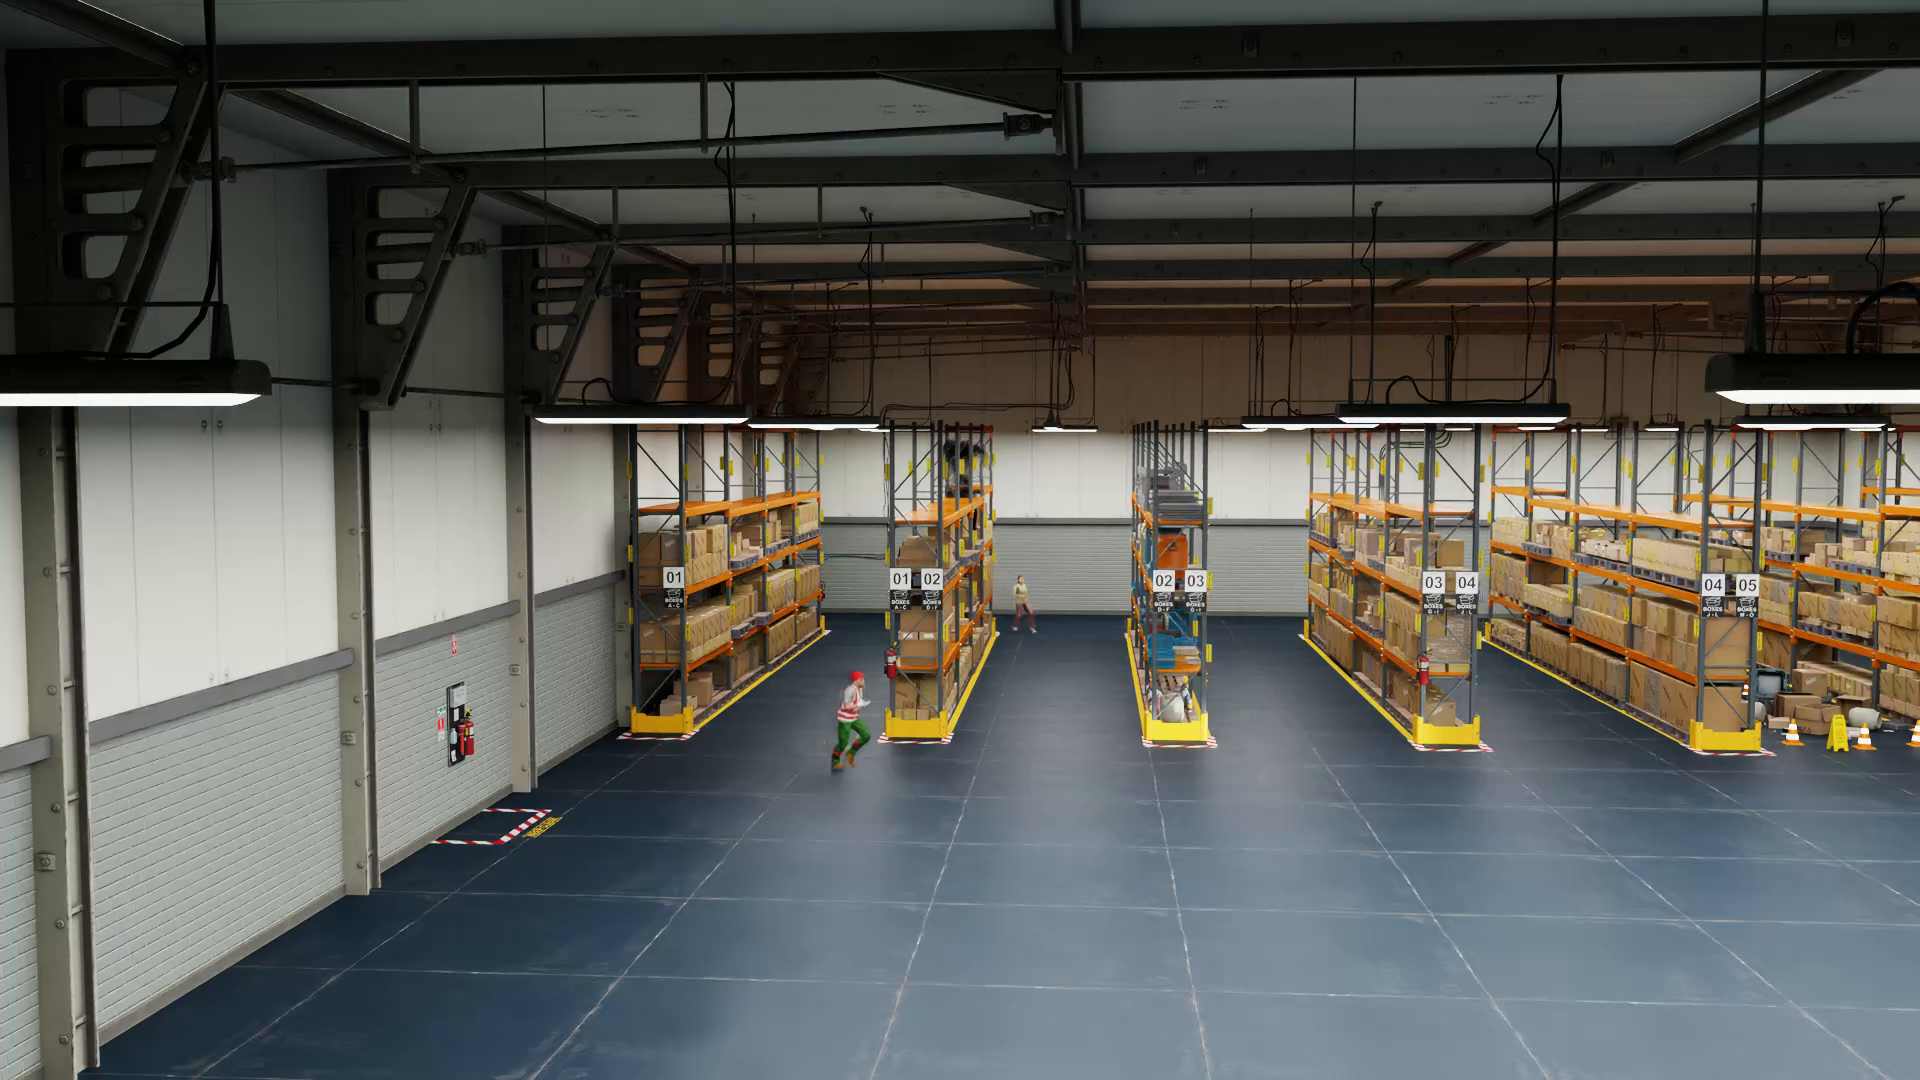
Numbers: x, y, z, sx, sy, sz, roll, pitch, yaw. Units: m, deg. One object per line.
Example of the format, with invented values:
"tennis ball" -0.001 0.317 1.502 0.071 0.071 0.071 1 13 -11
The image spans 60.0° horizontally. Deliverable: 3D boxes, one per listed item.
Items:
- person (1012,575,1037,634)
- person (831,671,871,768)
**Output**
"person" 1.779 1.854 48.035 0.579 1.690 0.891 -2 4 -33
"person" -1.836 3.054 28.222 0.862 1.698 0.631 2 4 32
